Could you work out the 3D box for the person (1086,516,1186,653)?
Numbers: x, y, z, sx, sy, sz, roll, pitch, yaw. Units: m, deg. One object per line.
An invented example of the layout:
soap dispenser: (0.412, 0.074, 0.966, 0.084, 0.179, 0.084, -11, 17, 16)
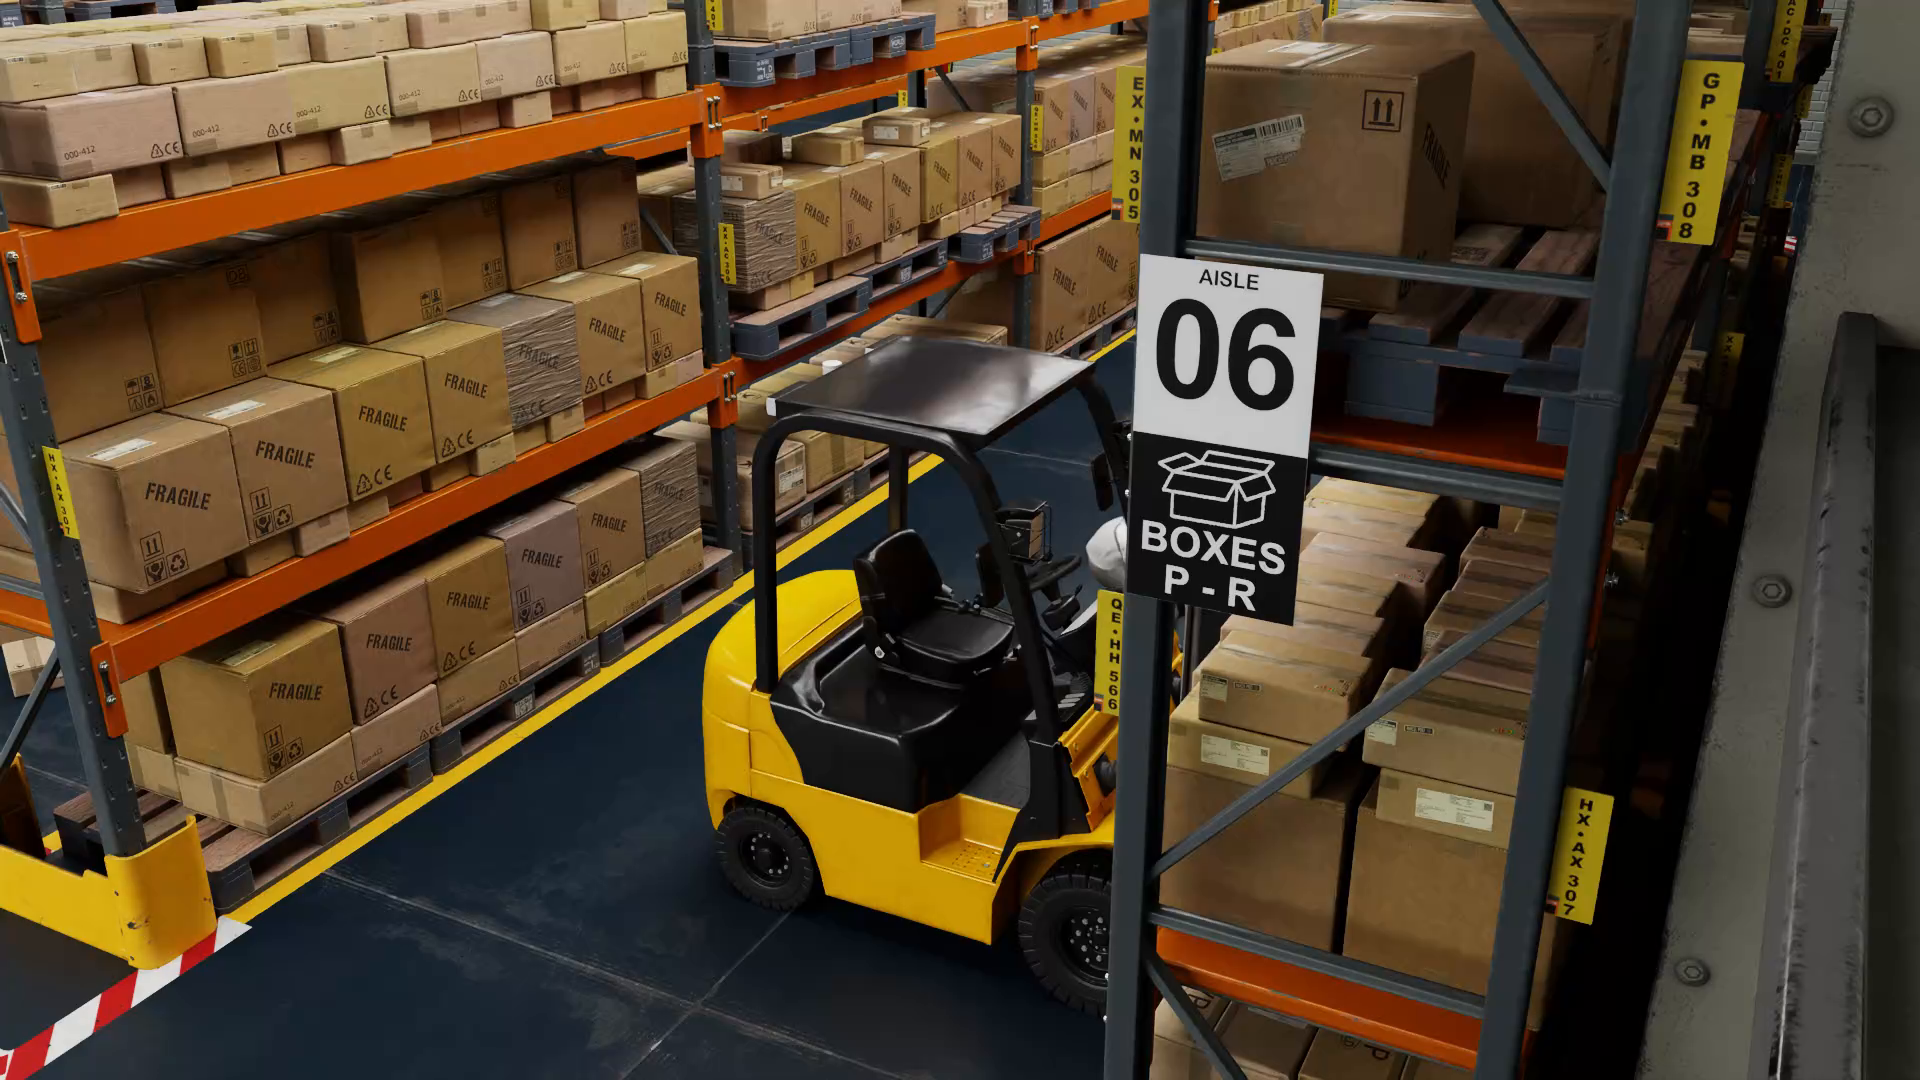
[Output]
person: (1.105, 0.303, 8.601, 0.922, 0.813, 0.455, 10, 25, 23)
